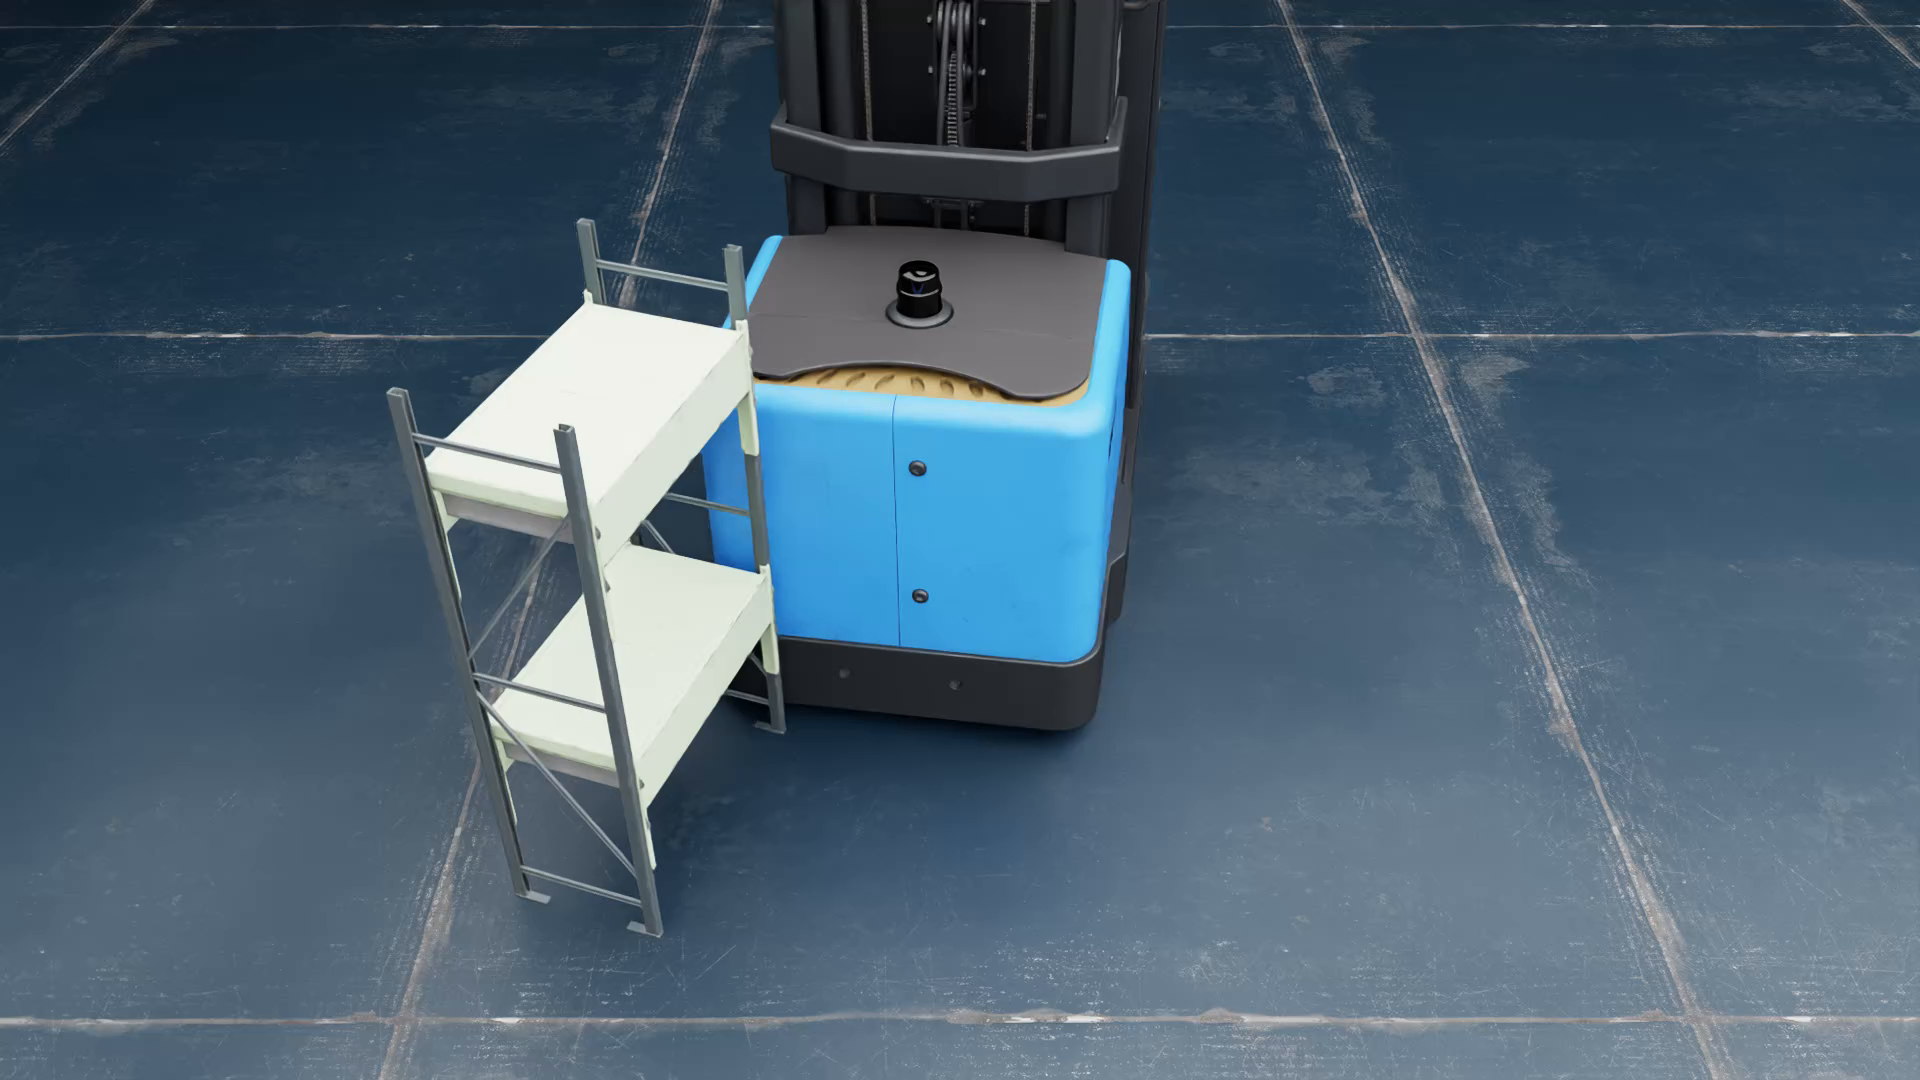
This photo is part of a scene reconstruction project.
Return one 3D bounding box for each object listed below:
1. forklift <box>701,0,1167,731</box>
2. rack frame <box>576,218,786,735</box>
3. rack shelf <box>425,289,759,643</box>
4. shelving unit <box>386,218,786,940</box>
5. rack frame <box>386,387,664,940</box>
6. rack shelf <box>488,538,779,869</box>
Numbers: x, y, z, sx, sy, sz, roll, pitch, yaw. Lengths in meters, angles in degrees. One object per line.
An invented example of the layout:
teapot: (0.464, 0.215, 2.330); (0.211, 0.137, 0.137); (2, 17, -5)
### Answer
forklift: (0.060, -1.547, 4.836); (1.130, 2.935, 3.031); (5, 39, 7)
rack frame: (-0.672, -0.095, 4.169); (0.400, 1.500, 0.023); (12, 40, 15)
rack shelf: (-0.793, -0.183, 3.655); (0.431, 0.370, 0.720); (12, 40, 15)
shelving unit: (-0.793, 0.121, 3.900); (0.431, 1.500, 0.755); (12, 40, 15)
rack frame: (-0.914, 0.337, 3.630); (0.400, 1.500, 0.023); (12, 40, 15)
rack shelf: (-0.793, 0.376, 4.103); (0.431, 0.370, 0.720); (12, 40, 15)
